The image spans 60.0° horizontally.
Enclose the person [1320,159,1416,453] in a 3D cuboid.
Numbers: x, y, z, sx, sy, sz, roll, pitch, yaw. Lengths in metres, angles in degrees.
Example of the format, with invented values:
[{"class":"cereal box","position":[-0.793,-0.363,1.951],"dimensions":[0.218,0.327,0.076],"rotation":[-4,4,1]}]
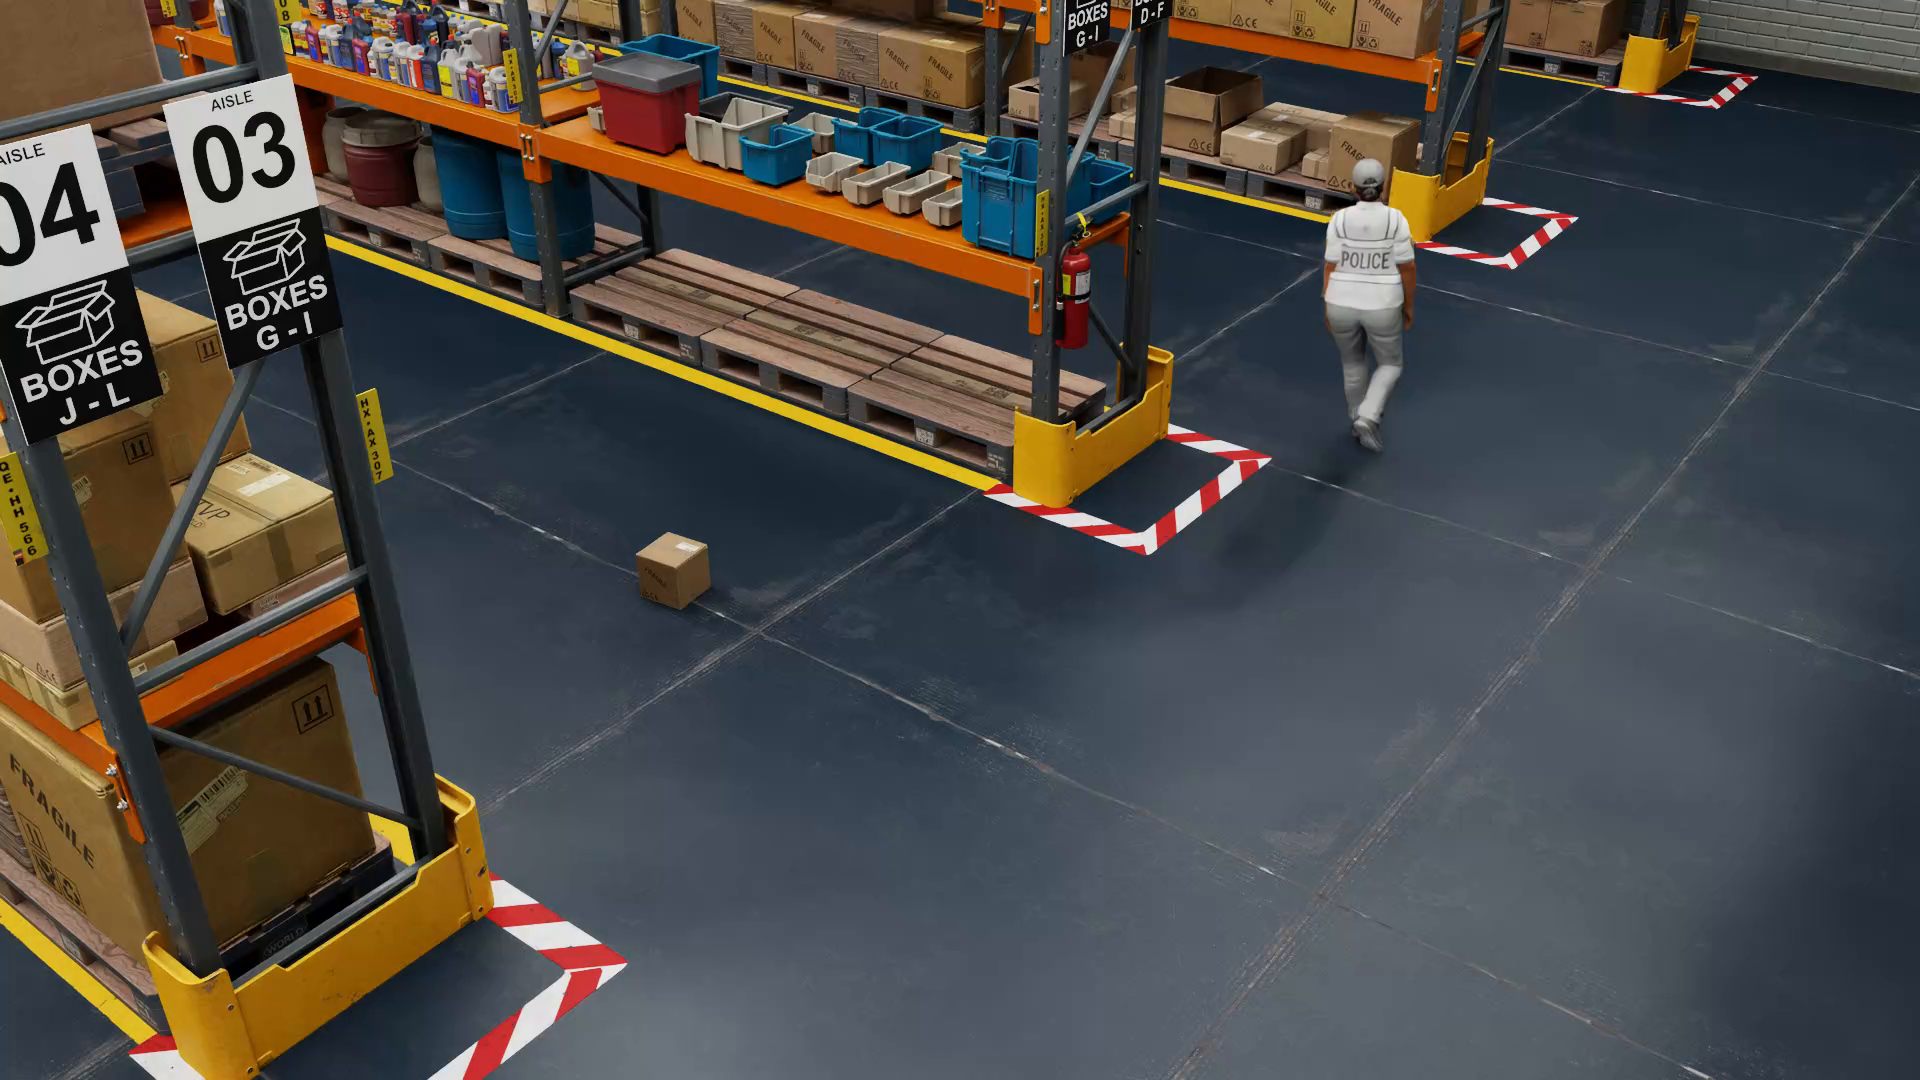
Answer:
[{"class":"person","position":[2.241,-1.266,9.211],"dimensions":[0.524,1.628,0.723],"rotation":[10,32,15]}]
